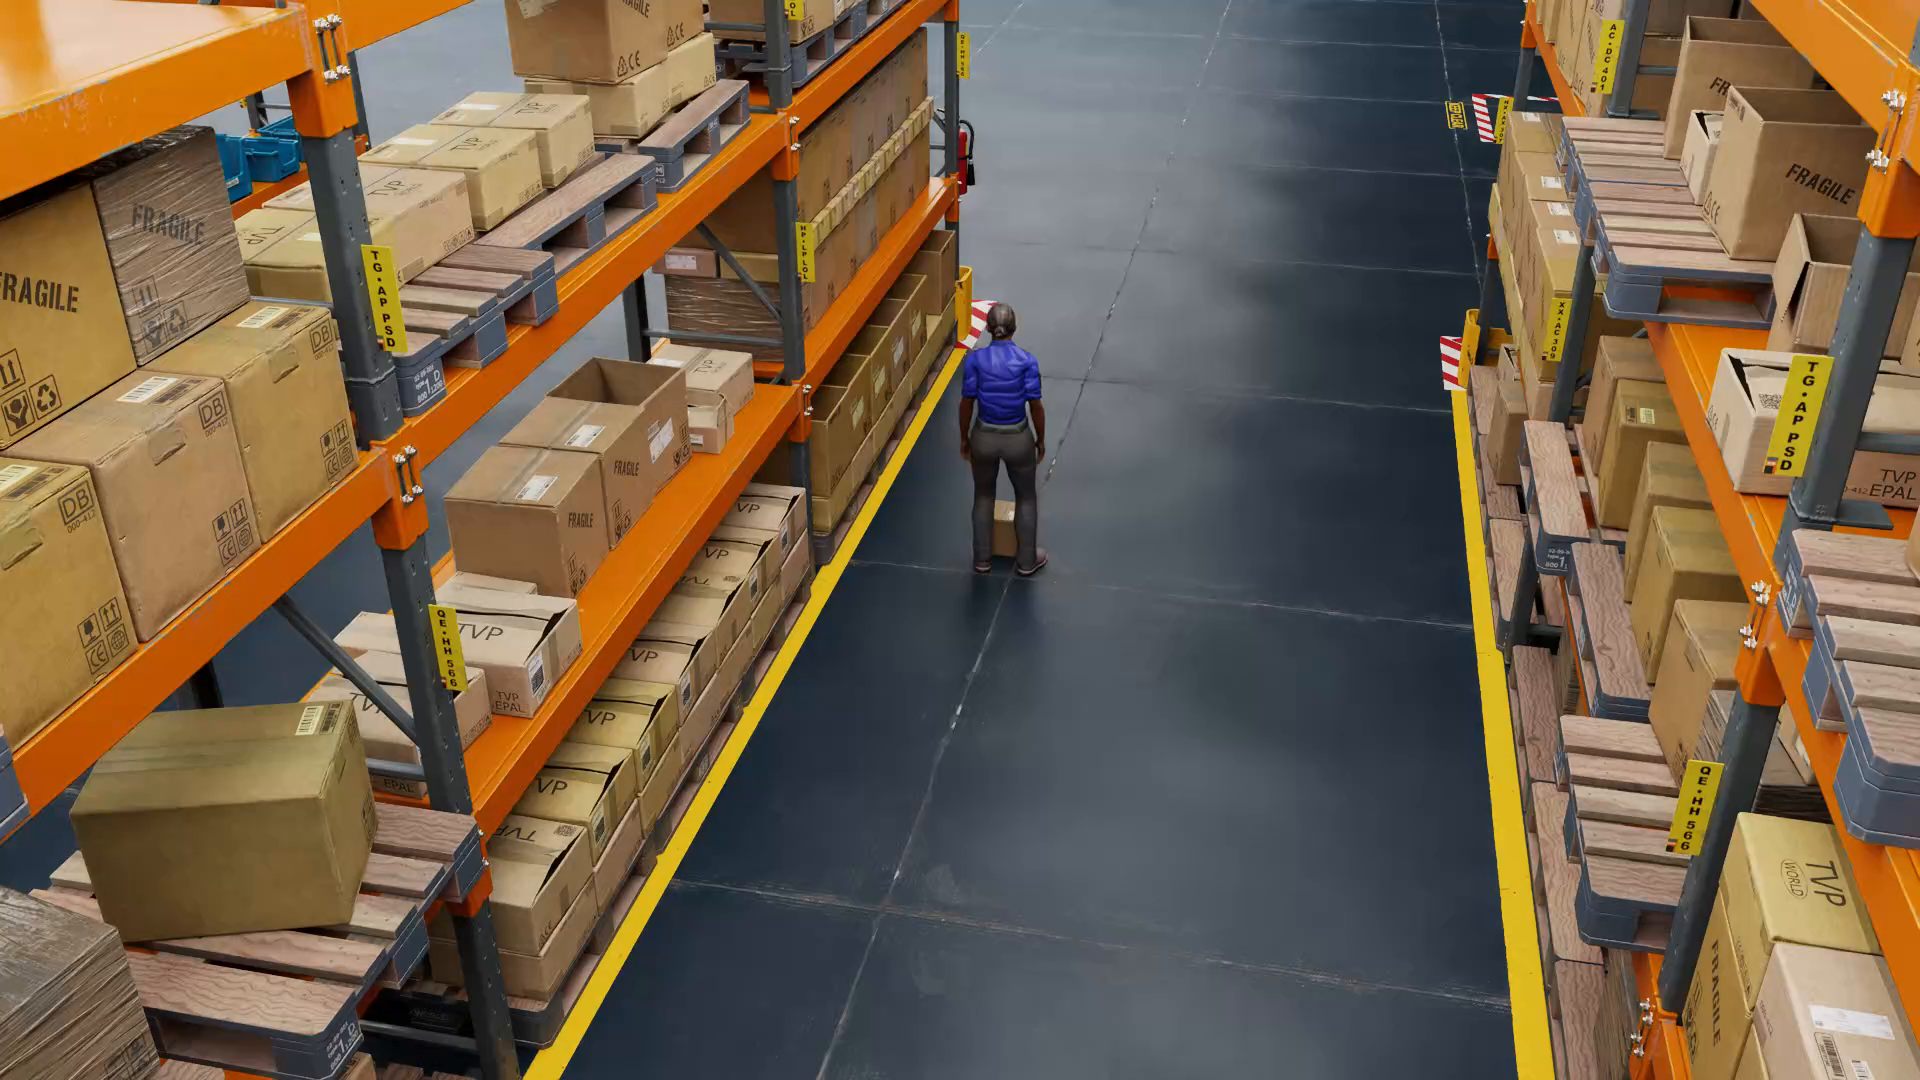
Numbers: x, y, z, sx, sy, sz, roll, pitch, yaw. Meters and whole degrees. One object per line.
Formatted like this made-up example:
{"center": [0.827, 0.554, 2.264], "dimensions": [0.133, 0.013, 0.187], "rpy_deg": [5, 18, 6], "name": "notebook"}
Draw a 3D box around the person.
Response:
{"center": [0.257, -0.564, 9.651], "dimensions": [0.524, 1.639, 0.352], "rpy_deg": [4, 29, 7], "name": "person"}
